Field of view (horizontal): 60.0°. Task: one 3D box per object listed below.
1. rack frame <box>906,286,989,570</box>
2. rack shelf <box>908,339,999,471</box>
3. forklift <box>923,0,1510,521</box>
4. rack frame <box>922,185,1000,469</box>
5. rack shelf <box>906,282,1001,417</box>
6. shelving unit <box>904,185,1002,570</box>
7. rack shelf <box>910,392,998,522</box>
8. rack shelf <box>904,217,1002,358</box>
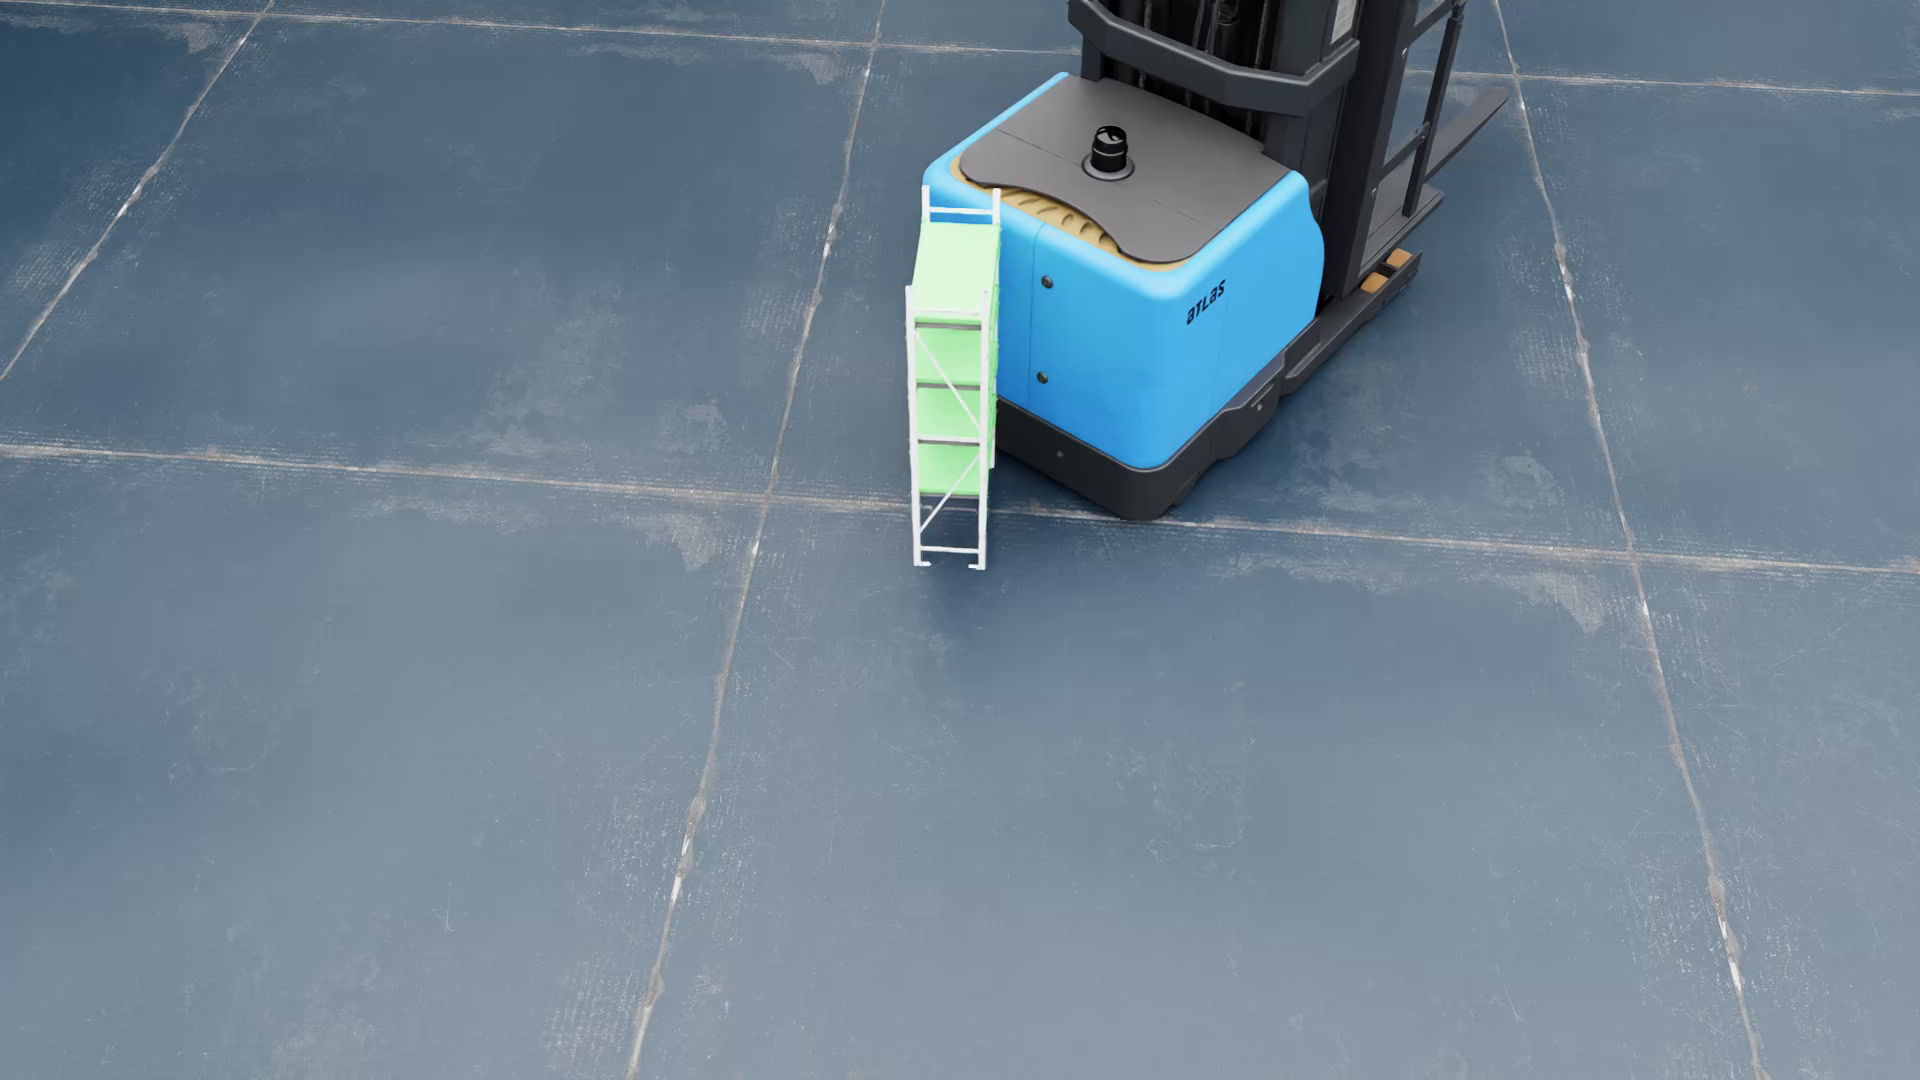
[{"bbox_3d":[-0.036,-0.316,5.226,0.240,1.200,0.015,3,48,3],"label":"rack frame"},{"bbox_3d":[-0.016,-0.452,5.437,0.258,0.148,0.480,3,48,3],"label":"rack shelf"},{"bbox_3d":[1.181,-2.085,5.671,1.130,2.935,3.031,31,55,25],"label":"forklift"},{"bbox_3d":[0.004,-0.675,5.554,0.240,1.200,0.015,3,48,3],"label":"rack frame"},{"bbox_3d":[-0.016,-0.614,5.260,0.258,0.148,0.480,3,48,3],"label":"rack shelf"},{"bbox_3d":[-0.016,-0.495,5.390,0.258,1.200,0.503,3,48,3],"label":"shelving unit"},{"bbox_3d":[-0.016,-0.290,5.614,0.258,0.148,0.480,3,48,3],"label":"rack shelf"},{"bbox_3d":[-0.016,-0.776,5.083,0.258,0.148,0.480,3,48,3],"label":"rack shelf"}]
